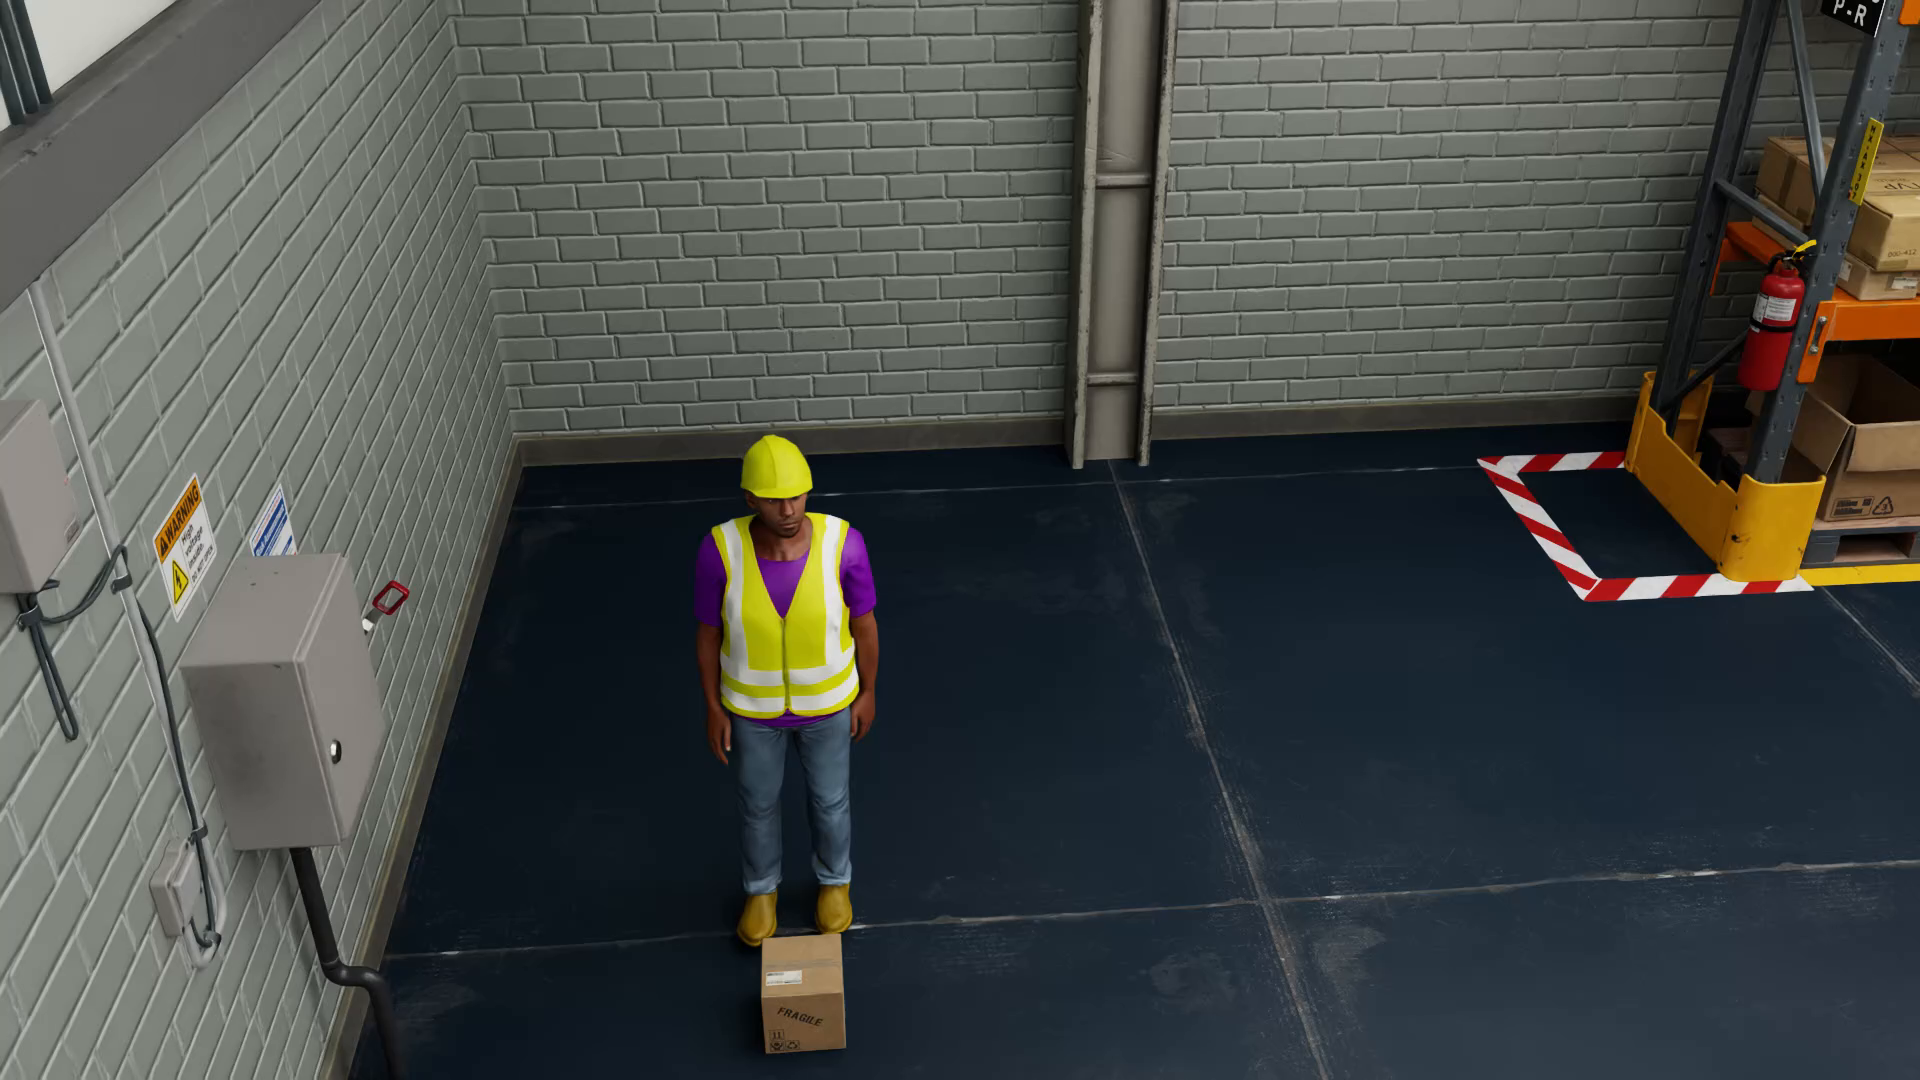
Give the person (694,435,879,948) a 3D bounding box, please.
[{"bbox_3d":[-0.531,0.499,5.227,0.564,1.767,0.391,-3,31,-4],"label":"person"}]
